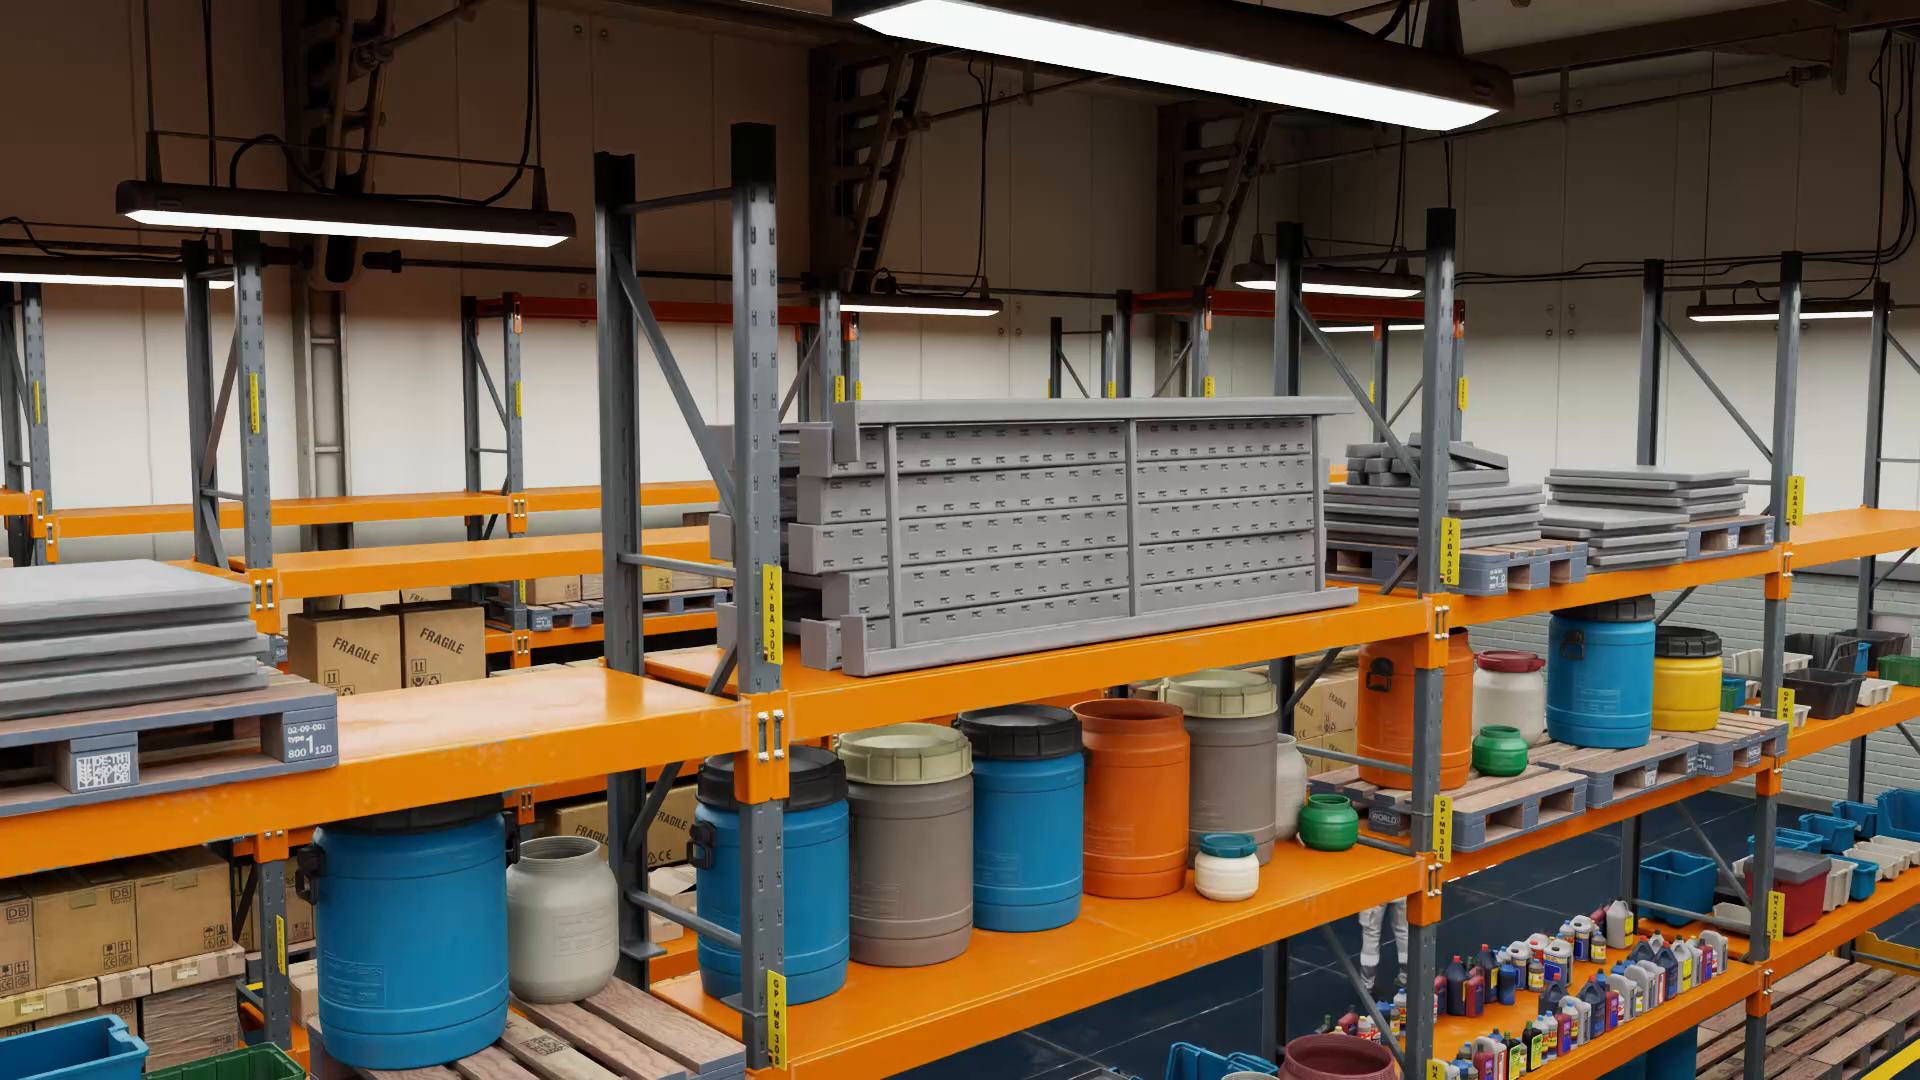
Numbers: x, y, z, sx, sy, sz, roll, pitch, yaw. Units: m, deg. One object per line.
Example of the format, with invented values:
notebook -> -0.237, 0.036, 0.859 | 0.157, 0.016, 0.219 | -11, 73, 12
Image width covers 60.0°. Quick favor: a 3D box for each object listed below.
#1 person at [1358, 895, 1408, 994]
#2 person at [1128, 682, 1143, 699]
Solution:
person -> 3.592, 2.954, 14.038 | 0.618, 1.795, 0.479 | -2, 6, -17
person -> 2.009, 2.451, 19.243 | 0.680, 1.775, 0.630 | -1, 6, -15
